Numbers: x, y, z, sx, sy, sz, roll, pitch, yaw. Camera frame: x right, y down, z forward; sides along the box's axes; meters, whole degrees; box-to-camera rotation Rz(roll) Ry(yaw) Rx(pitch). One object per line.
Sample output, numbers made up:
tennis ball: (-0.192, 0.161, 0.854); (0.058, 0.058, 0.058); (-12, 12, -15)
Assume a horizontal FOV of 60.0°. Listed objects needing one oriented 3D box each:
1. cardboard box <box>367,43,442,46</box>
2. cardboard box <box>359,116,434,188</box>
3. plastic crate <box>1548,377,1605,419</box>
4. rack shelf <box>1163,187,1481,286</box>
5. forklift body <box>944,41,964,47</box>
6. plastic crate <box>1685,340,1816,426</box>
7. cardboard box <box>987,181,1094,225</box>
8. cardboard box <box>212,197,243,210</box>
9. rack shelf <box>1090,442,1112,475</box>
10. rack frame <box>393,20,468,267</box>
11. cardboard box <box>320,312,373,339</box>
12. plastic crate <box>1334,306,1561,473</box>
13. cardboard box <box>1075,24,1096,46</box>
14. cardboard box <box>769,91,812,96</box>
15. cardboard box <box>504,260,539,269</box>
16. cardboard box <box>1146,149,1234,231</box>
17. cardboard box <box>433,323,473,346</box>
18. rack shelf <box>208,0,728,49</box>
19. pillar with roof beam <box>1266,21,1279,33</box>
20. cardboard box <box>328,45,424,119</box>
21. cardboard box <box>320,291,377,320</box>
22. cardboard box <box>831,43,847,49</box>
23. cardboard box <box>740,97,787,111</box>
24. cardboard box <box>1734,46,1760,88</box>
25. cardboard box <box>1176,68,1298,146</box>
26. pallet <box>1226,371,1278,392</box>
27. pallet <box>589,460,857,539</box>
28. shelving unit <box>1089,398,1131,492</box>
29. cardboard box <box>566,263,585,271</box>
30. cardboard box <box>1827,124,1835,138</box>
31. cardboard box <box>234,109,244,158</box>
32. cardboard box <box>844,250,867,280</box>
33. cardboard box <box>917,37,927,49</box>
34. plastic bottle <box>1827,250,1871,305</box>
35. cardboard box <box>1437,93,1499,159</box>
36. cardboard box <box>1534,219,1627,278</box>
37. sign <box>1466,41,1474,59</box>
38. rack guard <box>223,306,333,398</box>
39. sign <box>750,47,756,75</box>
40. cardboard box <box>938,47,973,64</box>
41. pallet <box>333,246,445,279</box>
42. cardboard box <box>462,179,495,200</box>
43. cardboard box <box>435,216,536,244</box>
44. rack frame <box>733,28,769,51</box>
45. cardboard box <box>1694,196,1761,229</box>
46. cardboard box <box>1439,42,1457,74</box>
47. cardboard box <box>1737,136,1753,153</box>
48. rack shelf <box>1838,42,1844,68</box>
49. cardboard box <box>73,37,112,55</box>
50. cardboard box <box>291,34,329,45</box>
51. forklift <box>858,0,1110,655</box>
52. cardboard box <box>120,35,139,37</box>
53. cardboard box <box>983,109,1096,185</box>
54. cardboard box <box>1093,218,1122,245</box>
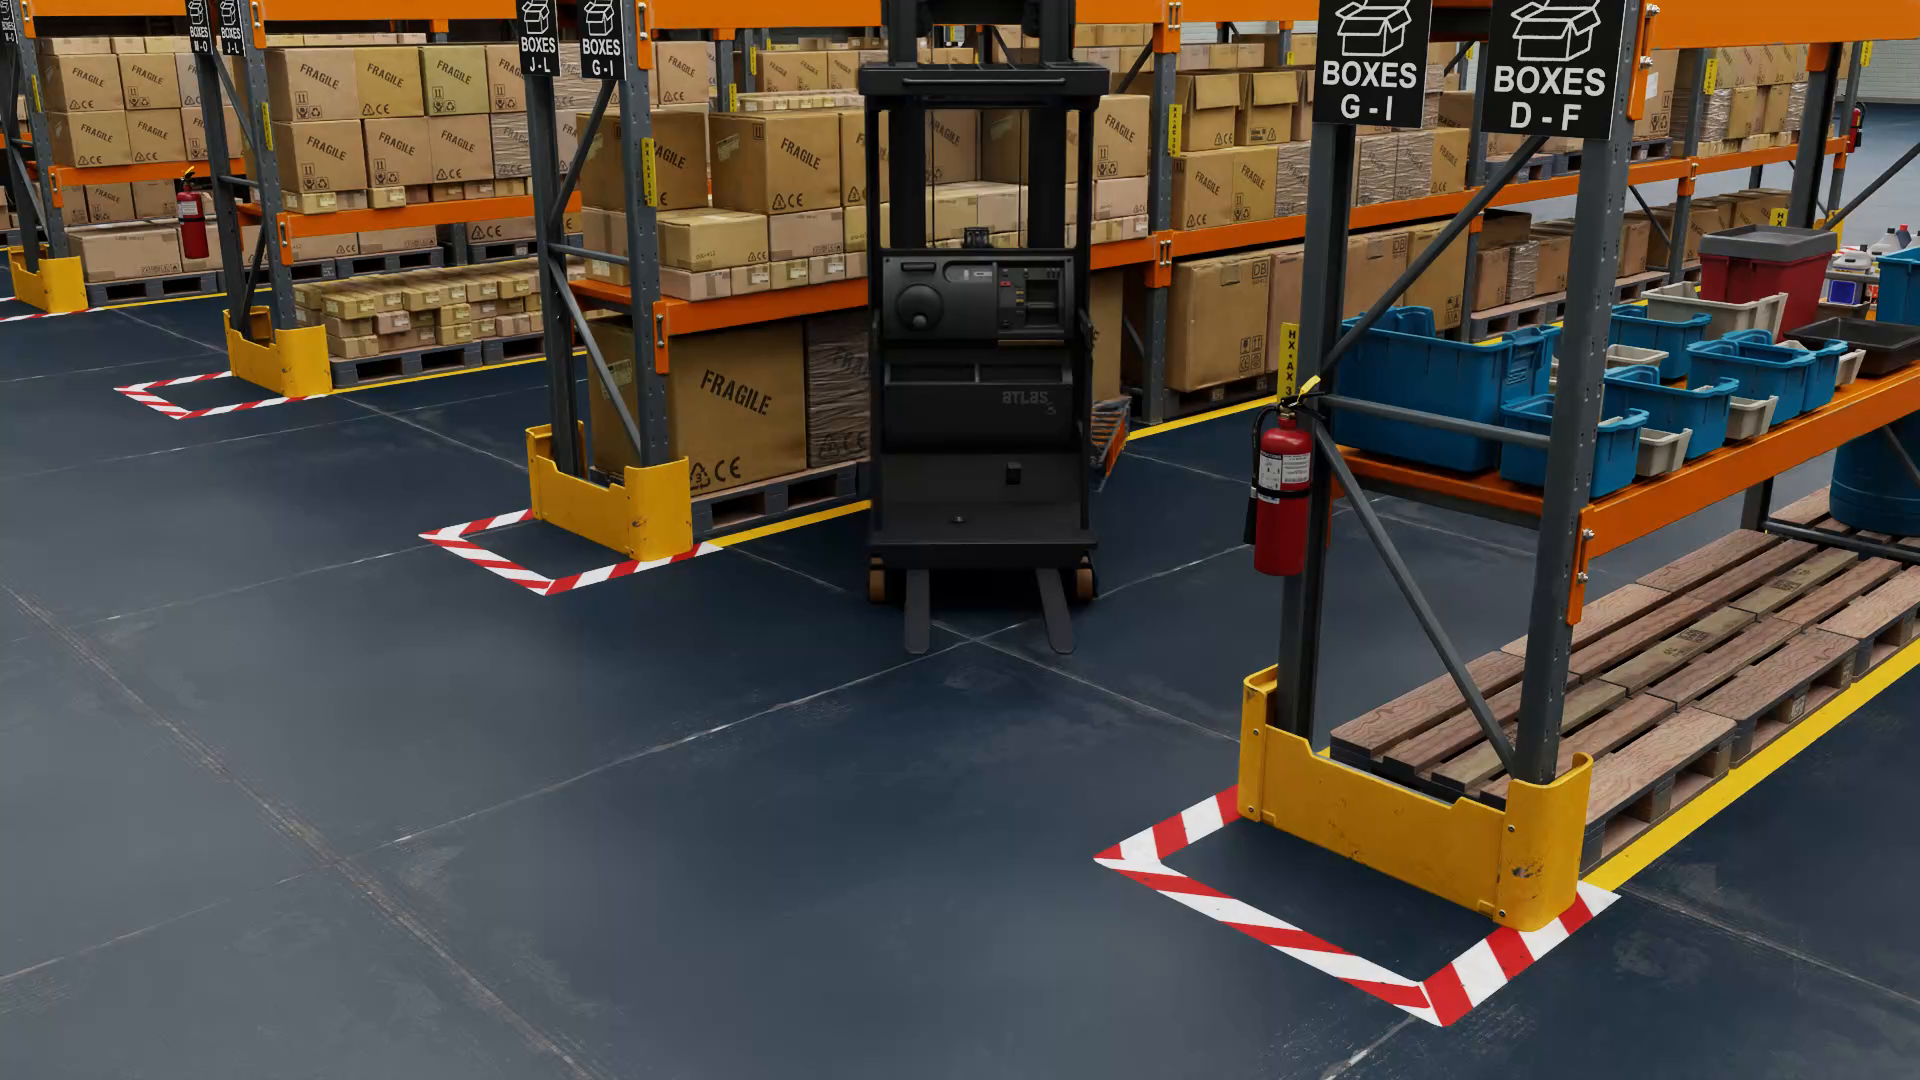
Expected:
cardboard box: (-4.332, -3.647, 13.104); (0.500, 0.500, 0.500); (-15, 23, -38)
cardboard box: (-4.346, -2.951, 12.580); (0.500, 0.500, 0.500); (-16, 24, -41)
plastic crate: (2.192, -0.542, 6.122); (0.243, 0.136, 0.396); (-16, 24, -41)
rack shelf: (2.460, -2.406, 12.709); (4.000, 0.370, 1.077); (-16, 24, -41)
forklift body: (-0.620, -6.985, 27.043); (1.214, 2.155, 2.313); (-16, 24, -41)
plastic crate: (2.866, -0.574, 6.064); (0.300, 0.233, 0.416); (-16, 24, -41)
cardboard box: (0.492, -2.132, 10.459); (0.500, 0.250, 0.500); (-15, 23, -39)
cardboard box: (-9.417, -4.317, 21.377); (0.380, 0.149, 0.250); (17, 25, 42)
rack shelf: (0.795, -0.500, 10.127); (0.258, 0.180, 0.103); (4, 23, 13)
rack frame: (-5.801, -4.546, 18.141); (0.127, 3.000, 1.000); (-16, 24, -41)
cardboard box: (-4.676, -1.649, 12.665); (0.250, 0.149, 0.380); (-15, 23, -39)
plastic crate: (1.619, -0.525, 5.587); (0.499, 0.435, 0.616); (-16, 24, -41)
cardboard box: (1.566, -7.285, 24.323); (0.500, 0.500, 0.700); (-16, 24, -41)
cardboard box: (-1.595, -4.117, 15.580); (0.250, 0.149, 0.380); (-16, 24, -41)
cardboard box: (-3.667, -2.276, 14.117); (0.380, 0.149, 0.250); (17, 24, 42)
cardboard box: (1.513, -2.414, 11.404); (0.500, 0.500, 0.500); (-16, 24, -41)
cardboard box: (-4.062, -1.651, 13.153); (0.250, 0.149, 0.380); (-16, 24, -40)
rack shelf: (-3.780, -4.118, 13.127); (4.000, 0.370, 1.077); (-16, 24, -41)
pillar with roof beam: (10.057, -12.686, 33.522); (0.400, 9.000, 9.100); (-16, 24, -41)
cardboard box: (-4.363, -3.419, 12.400); (0.500, 0.500, 0.500); (-15, 23, -39)
cardboard box: (-4.619, -1.772, 12.562); (0.380, 0.149, 0.250); (17, 24, 41)
cardboard box: (-2.084, -8.142, 27.536); (0.250, 0.149, 0.380); (-16, 24, -41)
cardboard box: (-1.725, -3.801, 14.607); (0.250, 0.149, 0.380); (-15, 23, -38)
cardboard box: (7.684, -4.829, 16.750); (0.500, 0.500, 0.500); (-16, 24, -41)
cardboard box: (1.972, -3.129, 11.985); (0.637, 0.503, 0.797); (-16, 24, -40)
pallet: (2.403, -1.438, 13.079); (1.213, 0.211, 1.003); (-16, 24, -41)
pallet: (-1.372, -0.338, 9.684); (1.213, 0.211, 1.003); (-16, 24, -41)
shelving unit: (0.860, -0.608, 10.382); (0.258, 0.189, 1.200); (4, 23, 13)
cardboard box: (-3.117, -2.218, 13.938); (0.380, 0.149, 0.250); (16, 24, 41)
cardboard box: (9.661, -4.641, 18.844); (0.250, 0.149, 0.380); (-16, 24, -41)
cardboard box: (-7.079, -4.110, 16.635); (0.500, 0.500, 0.500); (-15, 23, -39)
cardboard box: (-0.669, -1.577, 9.392); (0.250, 0.149, 0.380); (-17, 24, -42)
cardboard box: (-0.661, -6.641, 22.226); (0.380, 0.149, 0.250); (17, 25, 42)
plastic bottle: (4.474, -1.312, 8.368); (0.135, 0.276, 0.152); (-16, 24, -41)
cardboard box: (4.279, -3.543, 14.206); (0.500, 0.500, 0.500); (14, 23, 37)
cardboard box: (6.000, -2.818, 16.152); (0.500, 0.500, 0.700); (-16, 24, -41)
sign: (6.755, -6.539, 22.029); (0.005, 0.325, 0.100); (-16, 24, -41)
rack guard: (-5.178, -1.437, 12.606); (0.348, 0.500, 1.175); (-16, 24, -41)
sign: (-2.511, -5.820, 20.195); (0.005, 0.325, 0.100); (-16, 24, -41)
cardboard box: (-0.167, -6.480, 22.783); (0.500, 0.500, 0.500); (-17, 24, -42)
pallet: (-6.408, -3.075, 18.128); (1.213, 0.211, 1.003); (-16, 24, -41)
cardboard box: (-3.877, -2.777, 13.095); (0.250, 0.149, 0.380); (-17, 24, -42)
cardboard box: (-5.406, -3.884, 18.864); (0.875, 0.875, 0.875); (-15, 23, -39)
rack frame: (-3.402, -7.352, 26.798); (0.127, 3.000, 1.000); (-16, 24, -41)
cardboard box: (8.383, -3.487, 18.248); (0.500, 0.500, 0.500); (-14, 22, -36)
cardboard box: (6.096, -6.515, 22.223); (0.550, 0.550, 0.875); (-16, 24, -41)
cardboard box: (7.921, -4.087, 17.133); (0.250, 0.149, 0.380); (-16, 24, -41)
rack shelf: (5.863, -2.723, 8.823); (4.000, 0.370, 1.077); (-16, 24, -41)
cardboard box: (-8.118, -4.614, 15.518); (0.250, 0.149, 0.380); (-16, 24, -40)
cardboard box: (-6.589, -5.040, 16.830); (0.250, 0.149, 0.380); (-16, 24, -41)
forklift: (0.096, -1.185, 7.888); (1.130, 2.935, 3.031); (0, 18, -1)
cardboard box: (-8.076, -4.827, 16.176); (0.250, 0.149, 0.380); (-16, 24, -40)
cardboard box: (0.490, -2.489, 10.343); (0.500, 0.500, 0.500); (-16, 24, -40)
cardboard box: (0.823, -2.012, 10.735); (0.250, 0.149, 0.380); (-16, 24, -40)
